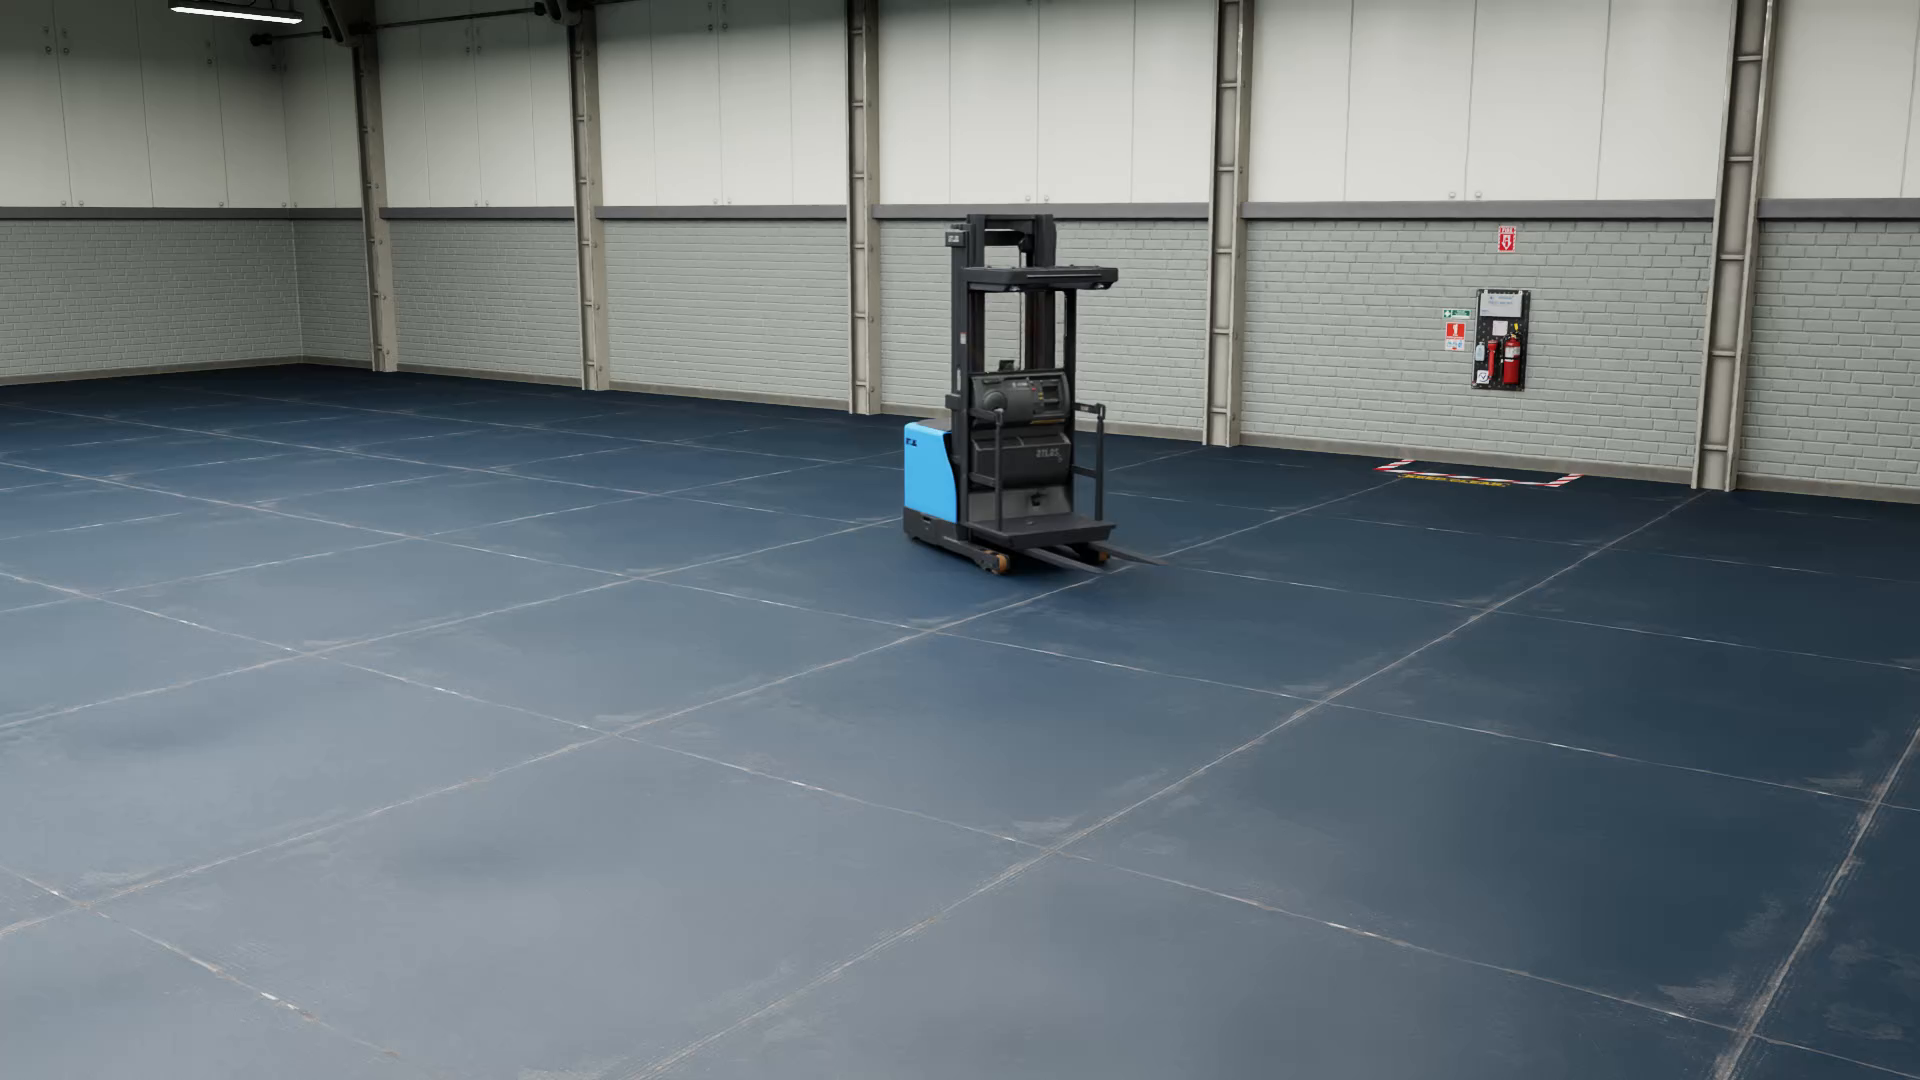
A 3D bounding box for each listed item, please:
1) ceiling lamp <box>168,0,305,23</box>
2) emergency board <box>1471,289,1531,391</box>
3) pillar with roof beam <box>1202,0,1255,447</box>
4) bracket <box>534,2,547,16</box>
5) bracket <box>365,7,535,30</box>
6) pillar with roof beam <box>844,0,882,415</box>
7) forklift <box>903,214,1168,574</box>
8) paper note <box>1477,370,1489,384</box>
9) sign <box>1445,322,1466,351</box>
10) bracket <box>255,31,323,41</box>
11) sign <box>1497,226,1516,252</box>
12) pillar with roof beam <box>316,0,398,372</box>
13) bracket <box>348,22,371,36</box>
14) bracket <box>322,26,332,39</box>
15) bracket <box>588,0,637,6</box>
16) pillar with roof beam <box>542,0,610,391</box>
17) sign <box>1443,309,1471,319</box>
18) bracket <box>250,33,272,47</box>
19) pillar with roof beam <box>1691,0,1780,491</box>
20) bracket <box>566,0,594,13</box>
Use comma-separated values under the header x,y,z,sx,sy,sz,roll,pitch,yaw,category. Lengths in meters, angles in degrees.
x,y,z,sx,sy,sz,roll,pitch,yaw,category
-10.923,-9.357,24.559,0.800,3.185,2.000,8,13,36,ceiling lamp
6.273,-2.325,19.373,0.643,1.169,0.194,8,13,36,emergency board
0.858,-5.003,17.417,0.400,9.000,9.100,8,13,36,pillar with roof beam
-6.810,-8.770,27.416,0.430,0.232,0.235,8,13,36,bracket
-8.901,-9.062,28.923,4.783,0.066,0.076,8,13,36,bracket
-3.978,-5.677,20.904,0.400,9.000,9.100,8,13,36,pillar with roof beam
0.625,-1.252,14.006,1.130,2.935,3.031,-6,12,-28,forklift
6.171,-1.923,19.614,0.142,0.148,0.016,8,13,36,paper note
5.889,-2.421,19.772,0.234,0.329,0.001,8,13,36,sign
-13.080,-9.645,31.936,3.189,0.066,0.076,8,13,36,bracket
6.326,-3.480,19.236,0.199,0.298,0.001,8,13,36,sign
-13.650,-7.026,27.877,0.548,9.000,9.100,8,13,36,pillar with roof beam
-10.977,-9.352,30.420,0.430,0.232,0.235,8,13,36,bracket
-11.646,-9.445,30.902,0.430,0.232,0.235,8,13,36,bracket
-4.065,-8.387,25.436,4.783,0.066,0.076,8,13,36,bracket
-8.814,-6.352,24.391,0.548,9.000,9.100,8,13,36,pillar with roof beam
5.887,-2.679,19.712,0.331,0.109,0.001,8,13,36,sign
-13.557,-9.711,32.280,0.430,0.232,0.235,8,13,36,bracket
5.694,-4.328,13.930,0.400,9.000,9.100,8,13,36,pillar with roof beam
-6.141,-8.677,26.933,0.430,0.232,0.235,8,13,36,bracket
